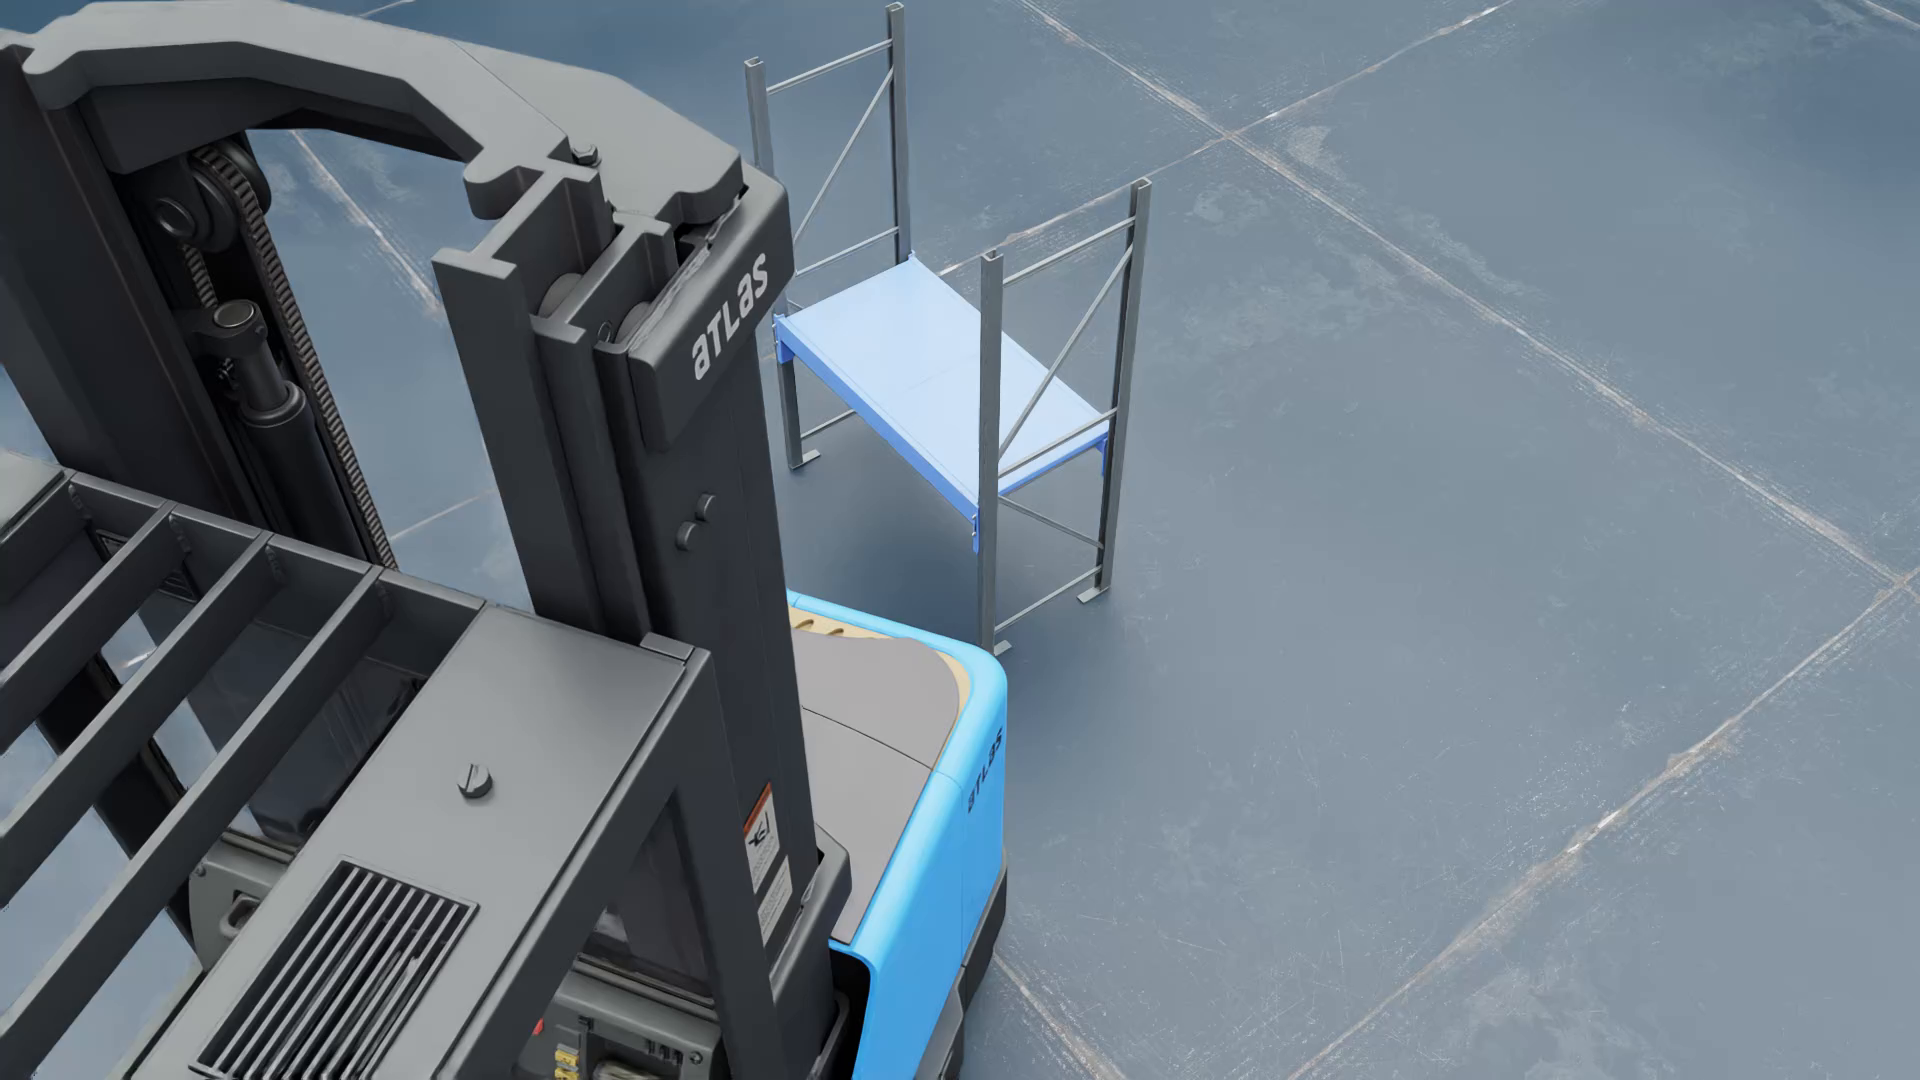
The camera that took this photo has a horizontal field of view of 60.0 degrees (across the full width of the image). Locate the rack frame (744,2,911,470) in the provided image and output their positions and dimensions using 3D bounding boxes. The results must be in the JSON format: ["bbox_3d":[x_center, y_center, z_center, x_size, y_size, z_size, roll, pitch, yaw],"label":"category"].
[{"bbox_3d":[-0.359,-0.854,5.012,0.500,1.500,0.032,-29,54,-24],"label":"rack frame"}]

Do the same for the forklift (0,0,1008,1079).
[{"bbox_3d":[-0.881,0.878,2.476,1.130,2.935,3.031,16,50,14],"label":"forklift"}]

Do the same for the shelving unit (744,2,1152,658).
[{"bbox_3d":[-0.052,-0.554,4.740,0.538,1.500,1.048,-29,54,-24],"label":"shelving unit"}]

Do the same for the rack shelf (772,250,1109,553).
[{"bbox_3d":[-0.052,-0.433,4.873,0.538,0.185,1.000,-29,54,-24],"label":"rack shelf"}]

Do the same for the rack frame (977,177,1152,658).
[{"bbox_3d":[0.256,-0.254,4.468,0.500,1.500,0.032,-29,54,-24],"label":"rack frame"}]
